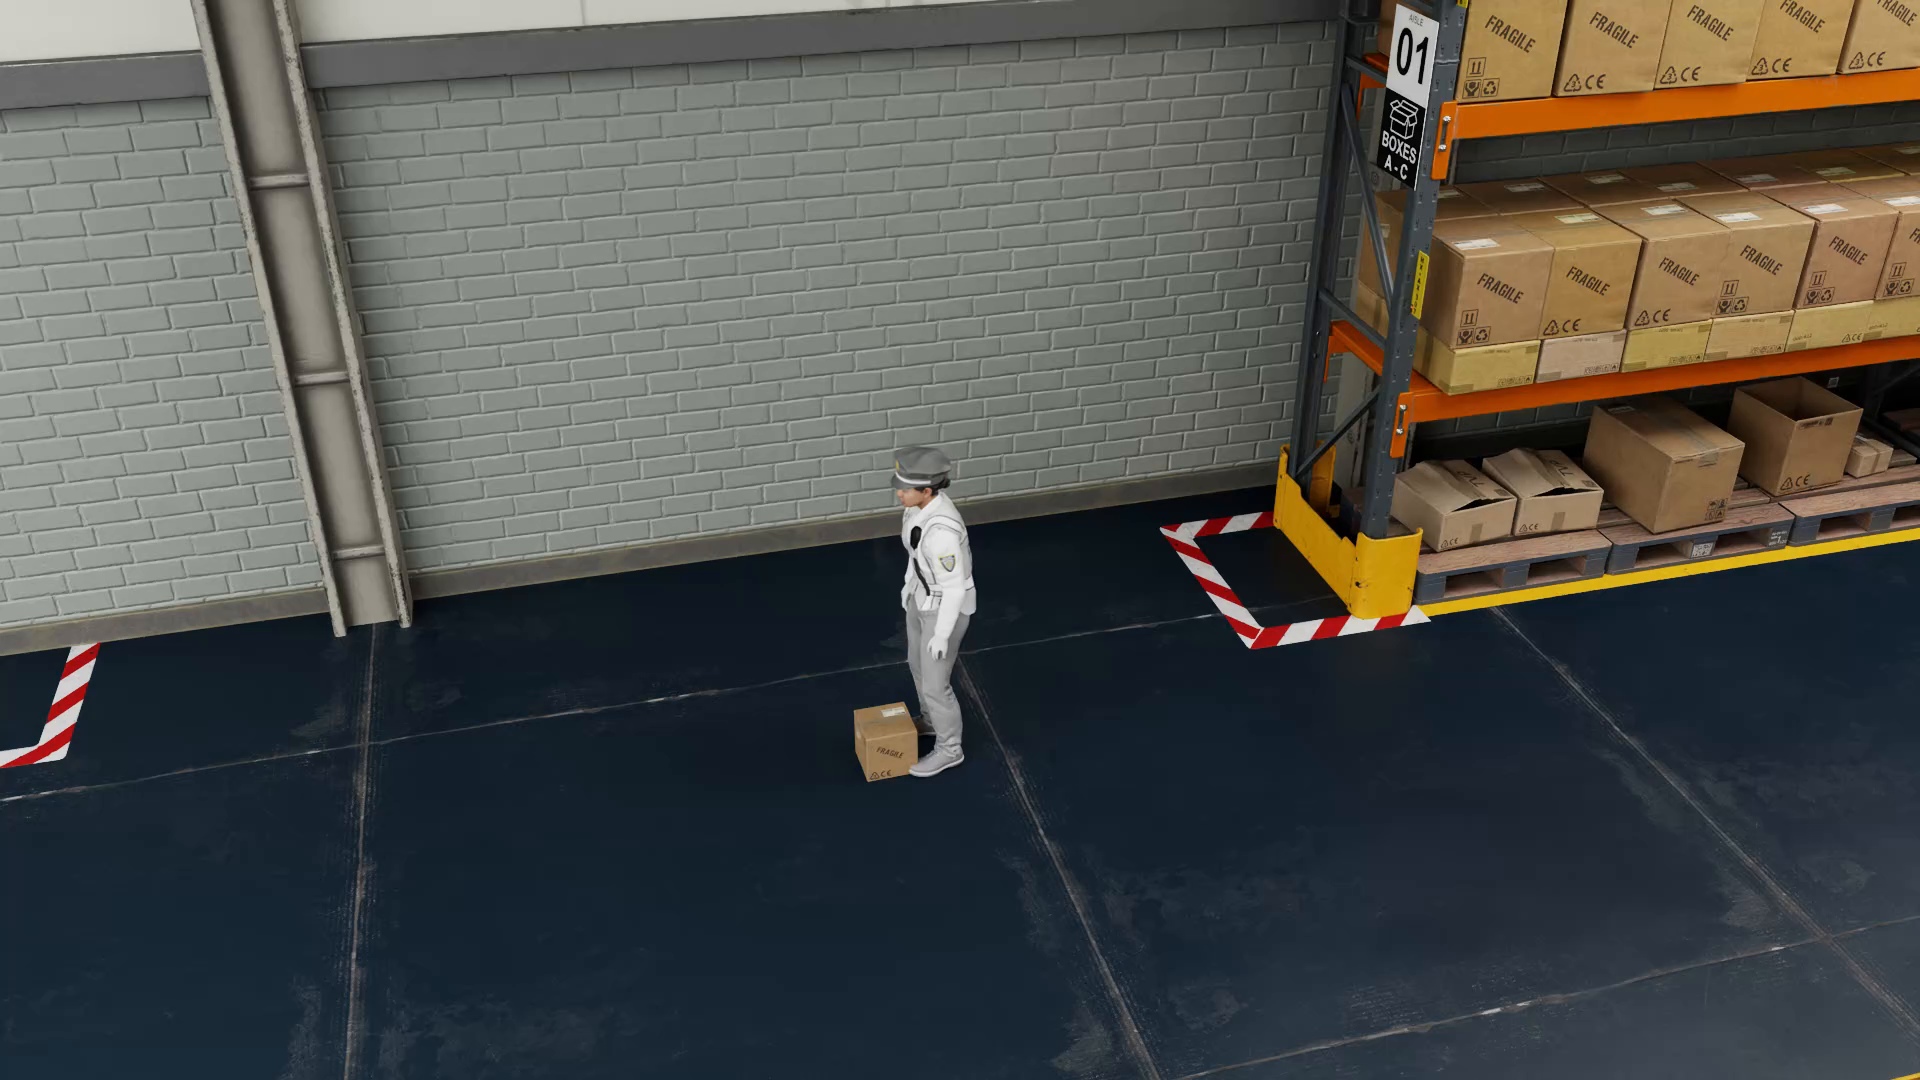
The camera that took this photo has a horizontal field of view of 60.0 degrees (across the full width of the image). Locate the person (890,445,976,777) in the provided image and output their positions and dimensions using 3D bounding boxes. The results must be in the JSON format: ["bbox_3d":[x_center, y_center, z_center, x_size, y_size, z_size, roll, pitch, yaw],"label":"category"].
[{"bbox_3d":[-0.127,0.325,7.675,0.374,1.664,0.540,-9,32,-15],"label":"person"}]
